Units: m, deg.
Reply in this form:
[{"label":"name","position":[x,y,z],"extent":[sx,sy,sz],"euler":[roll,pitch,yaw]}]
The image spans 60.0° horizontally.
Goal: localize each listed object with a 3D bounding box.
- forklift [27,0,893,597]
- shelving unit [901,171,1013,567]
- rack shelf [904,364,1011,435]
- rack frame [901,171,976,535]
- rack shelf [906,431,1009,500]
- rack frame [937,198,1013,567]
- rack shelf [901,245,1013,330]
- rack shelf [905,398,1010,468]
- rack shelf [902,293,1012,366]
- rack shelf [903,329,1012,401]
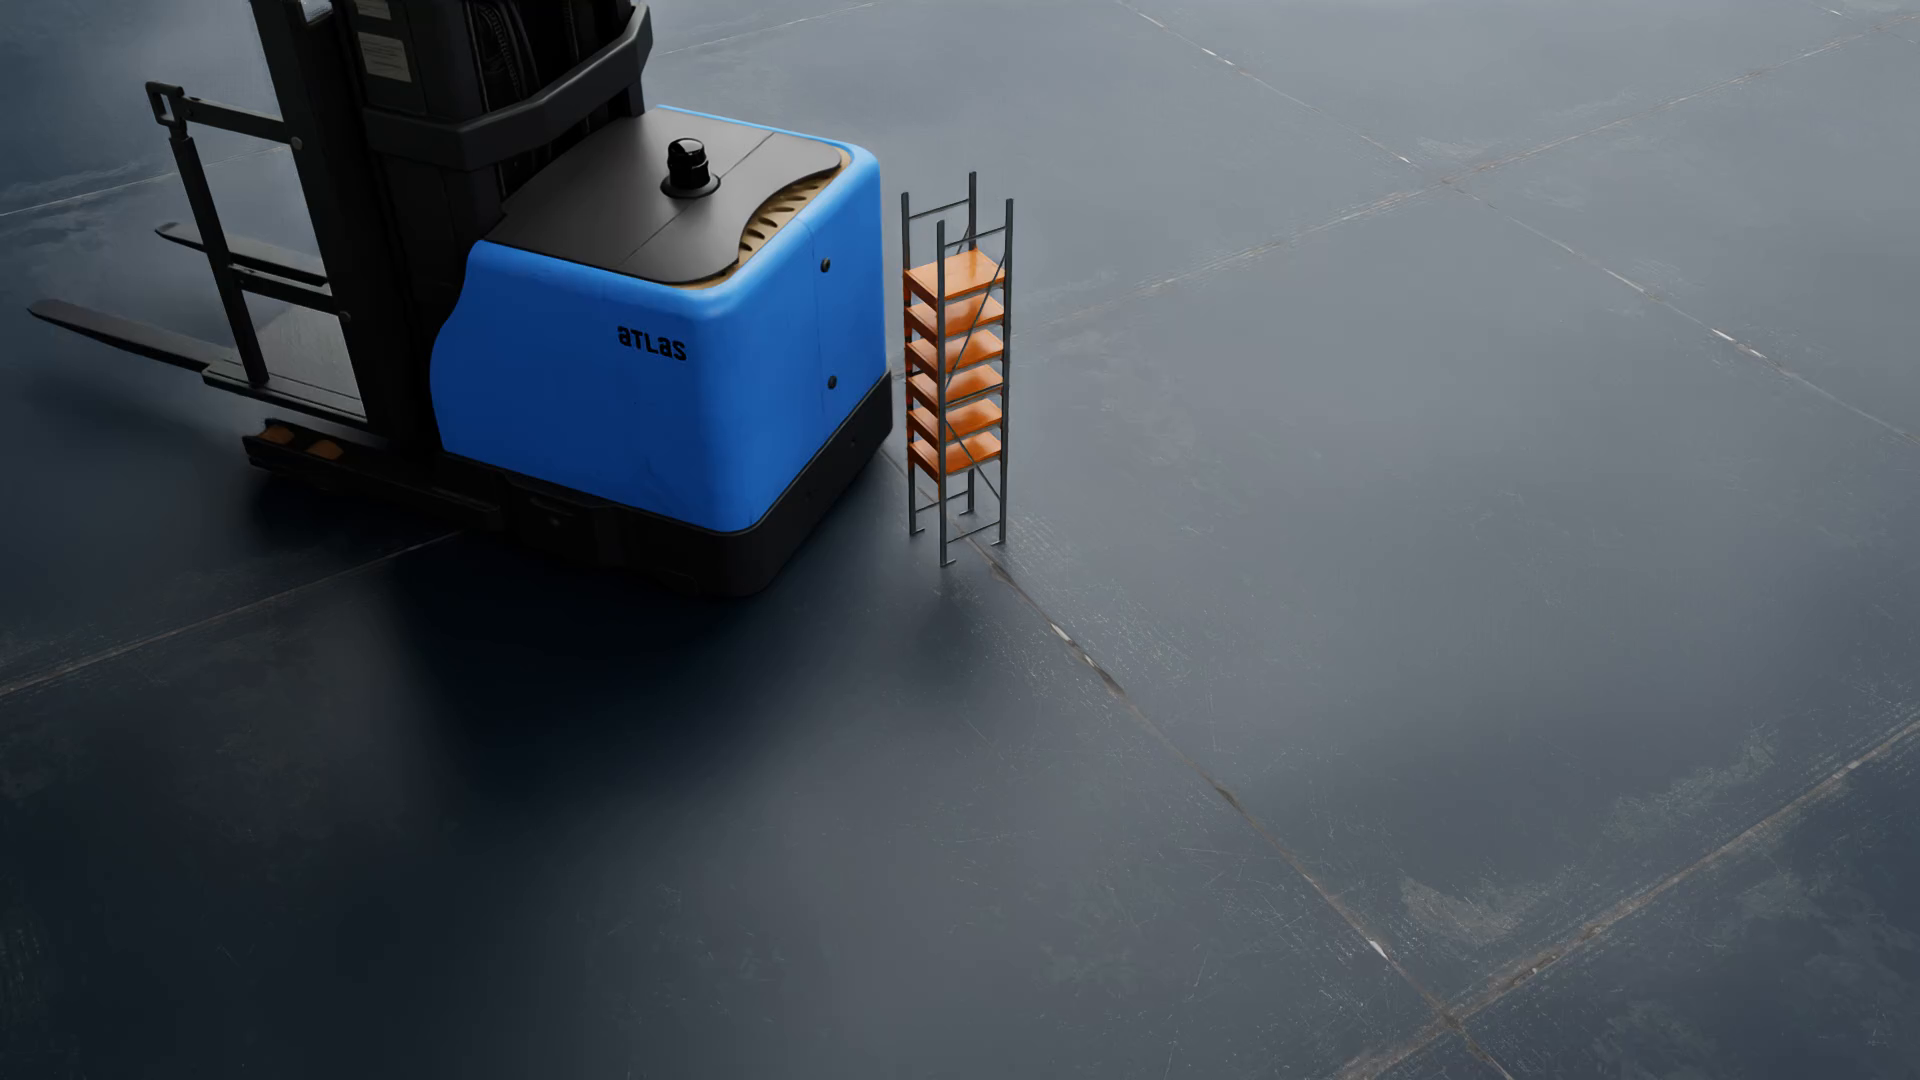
[{"label":"forklift","position":[-1.788,-1.578,4.854],"extent":[3.031,2.935,1.130],"euler":[16,42,18]},{"label":"shelving unit","position":[-0.008,-0.469,4.875],"extent":[0.258,1.200,0.189],"euler":[-22,45,-24]},{"label":"rack shelf","position":[-0.008,-0.435,4.904],"extent":[0.258,0.103,0.180],"euler":[-22,45,-24]},{"label":"rack frame","position":[-0.057,-0.518,4.935],"extent":[0.240,1.200,0.006],"euler":[-22,45,-24]},{"label":"rack shelf","position":[-0.008,-0.250,5.057],"extent":[0.258,0.103,0.180],"euler":[-22,45,-24]},{"label":"rack frame","position":[0.041,-0.419,4.816],"extent":[0.240,1.200,0.006],"euler":[-22,45,-24]},{"label":"rack shelf","position":[-0.008,-0.711,4.673],"extent":[0.258,0.103,0.180],"euler":[-22,45,-24]},{"label":"rack shelf","position":[-0.008,-0.342,4.981],"extent":[0.258,0.103,0.180],"euler":[-22,45,-24]},{"label":"rack shelf","position":[-0.008,-0.619,4.750],"extent":[0.258,0.103,0.180],"euler":[-22,45,-24]},{"label":"rack shelf","position":[-0.008,-0.527,4.827],"extent":[0.258,0.103,0.180],"euler":[-22,45,-24]}]
